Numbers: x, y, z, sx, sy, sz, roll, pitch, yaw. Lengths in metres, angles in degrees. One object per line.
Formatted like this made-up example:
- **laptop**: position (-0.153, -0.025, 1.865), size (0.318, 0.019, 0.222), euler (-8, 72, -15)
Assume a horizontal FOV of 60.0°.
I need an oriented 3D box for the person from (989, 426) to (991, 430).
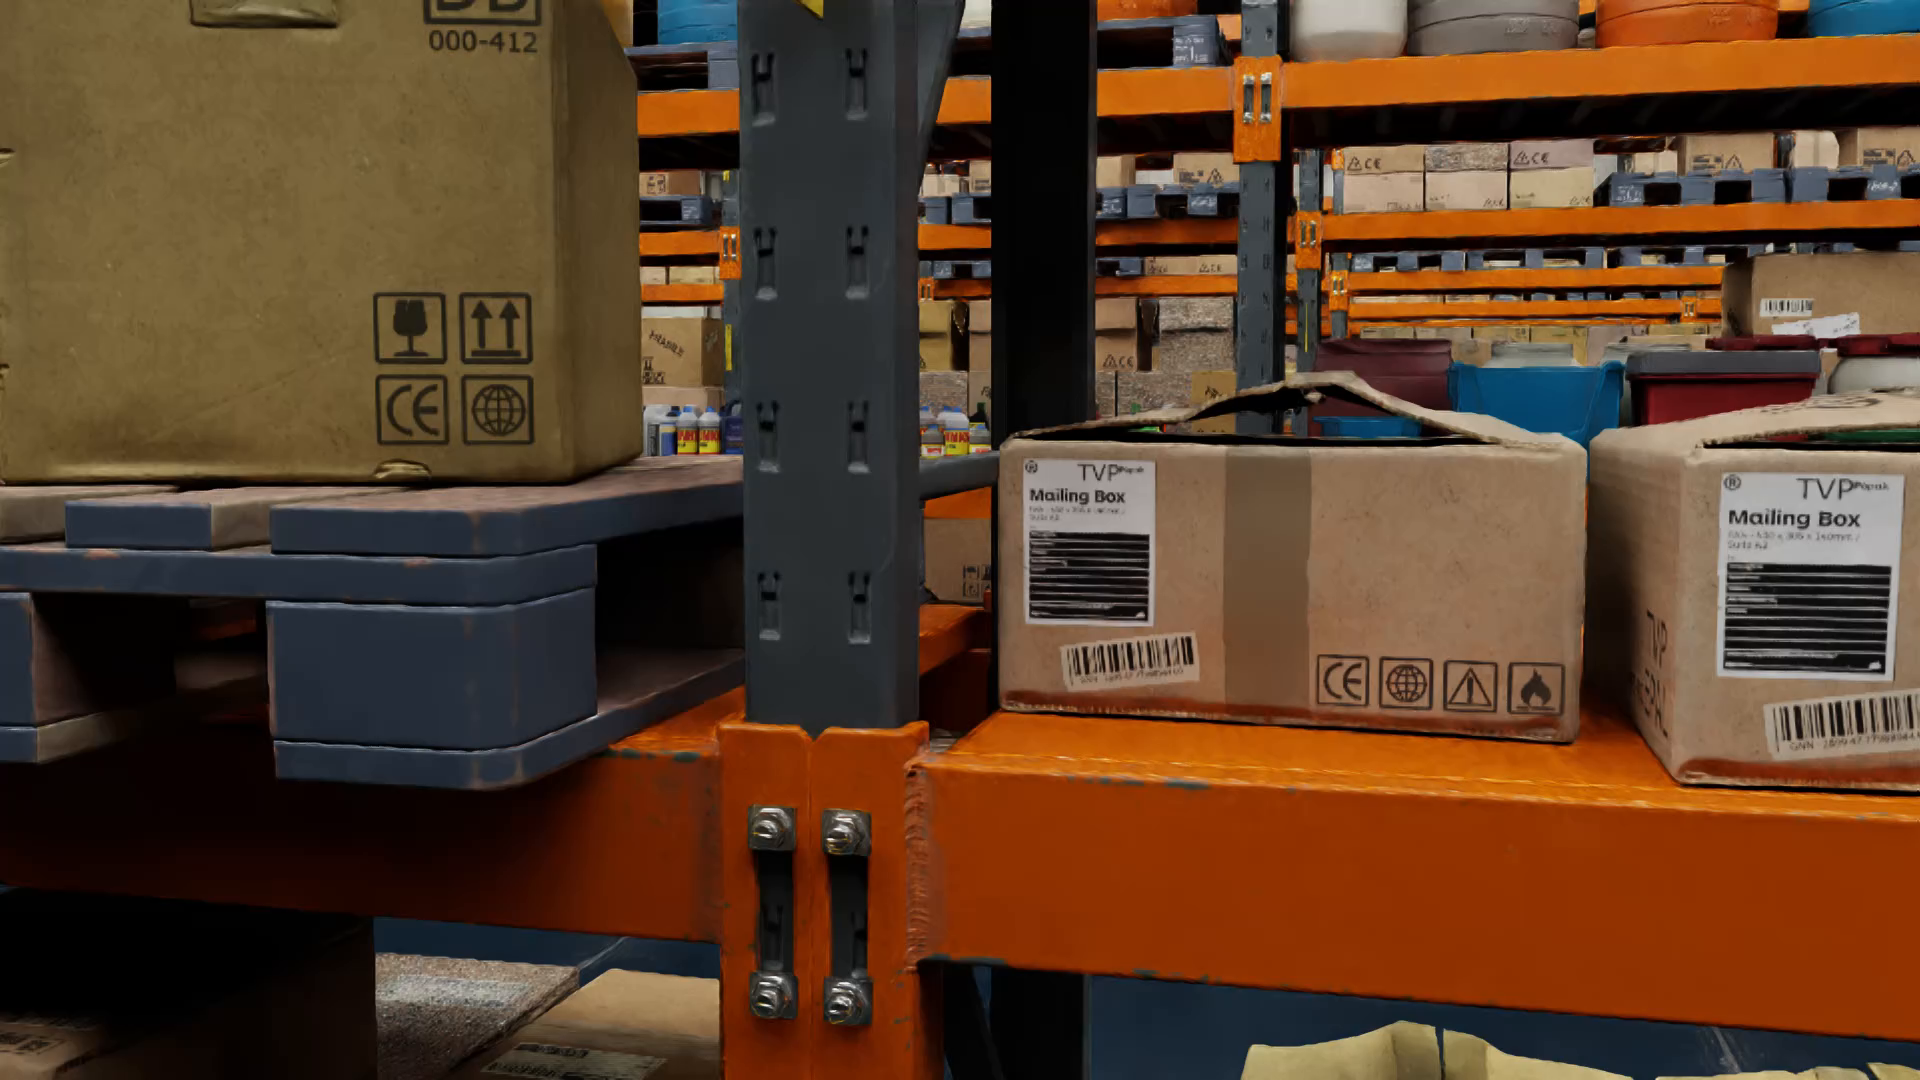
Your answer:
- **person**: position (0.429, -0.032, 8.855), size (0.725, 1.772, 0.617), euler (2, 5, 22)
